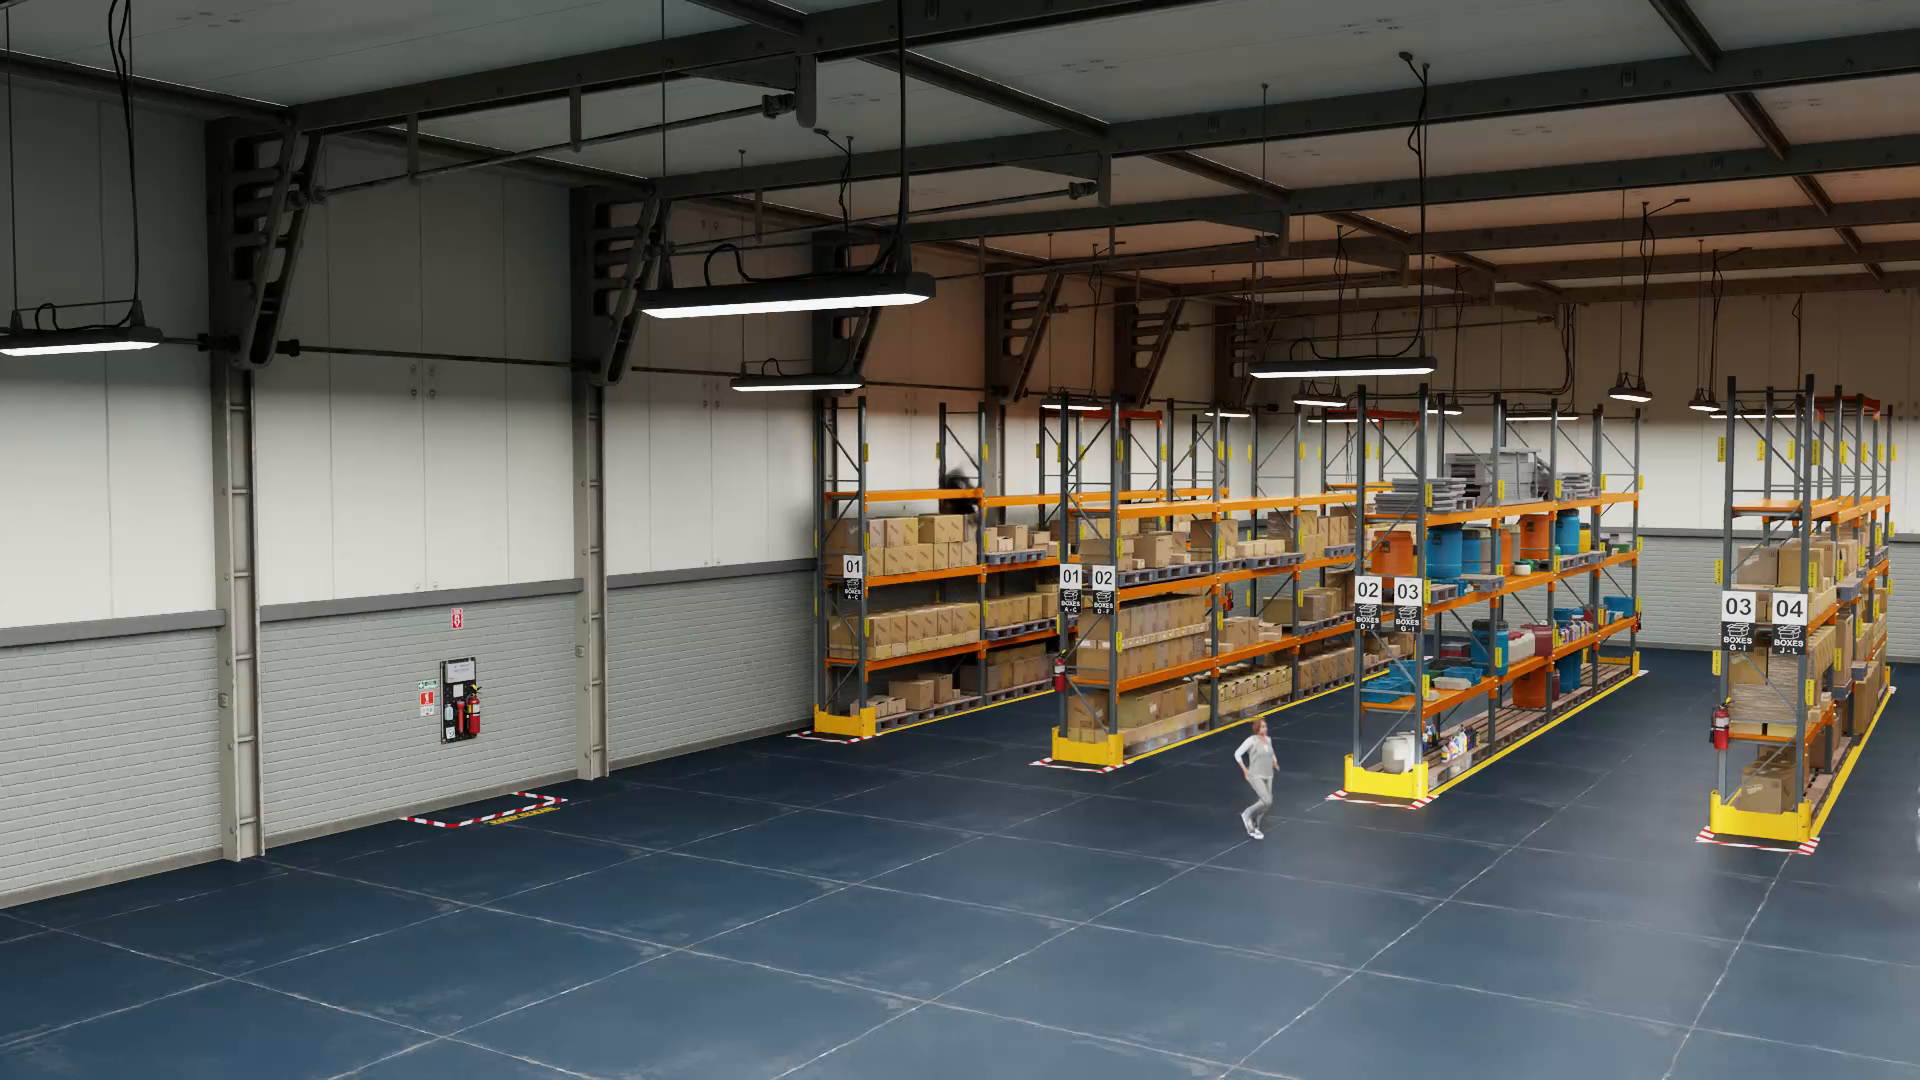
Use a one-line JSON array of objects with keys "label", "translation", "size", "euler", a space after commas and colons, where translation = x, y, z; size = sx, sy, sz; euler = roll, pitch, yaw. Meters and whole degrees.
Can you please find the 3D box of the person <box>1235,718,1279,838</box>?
[{"label": "person", "translation": [3.904, 3.091, 21.510], "size": [0.528, 1.562, 0.543], "euler": [-2, 4, -33]}]
